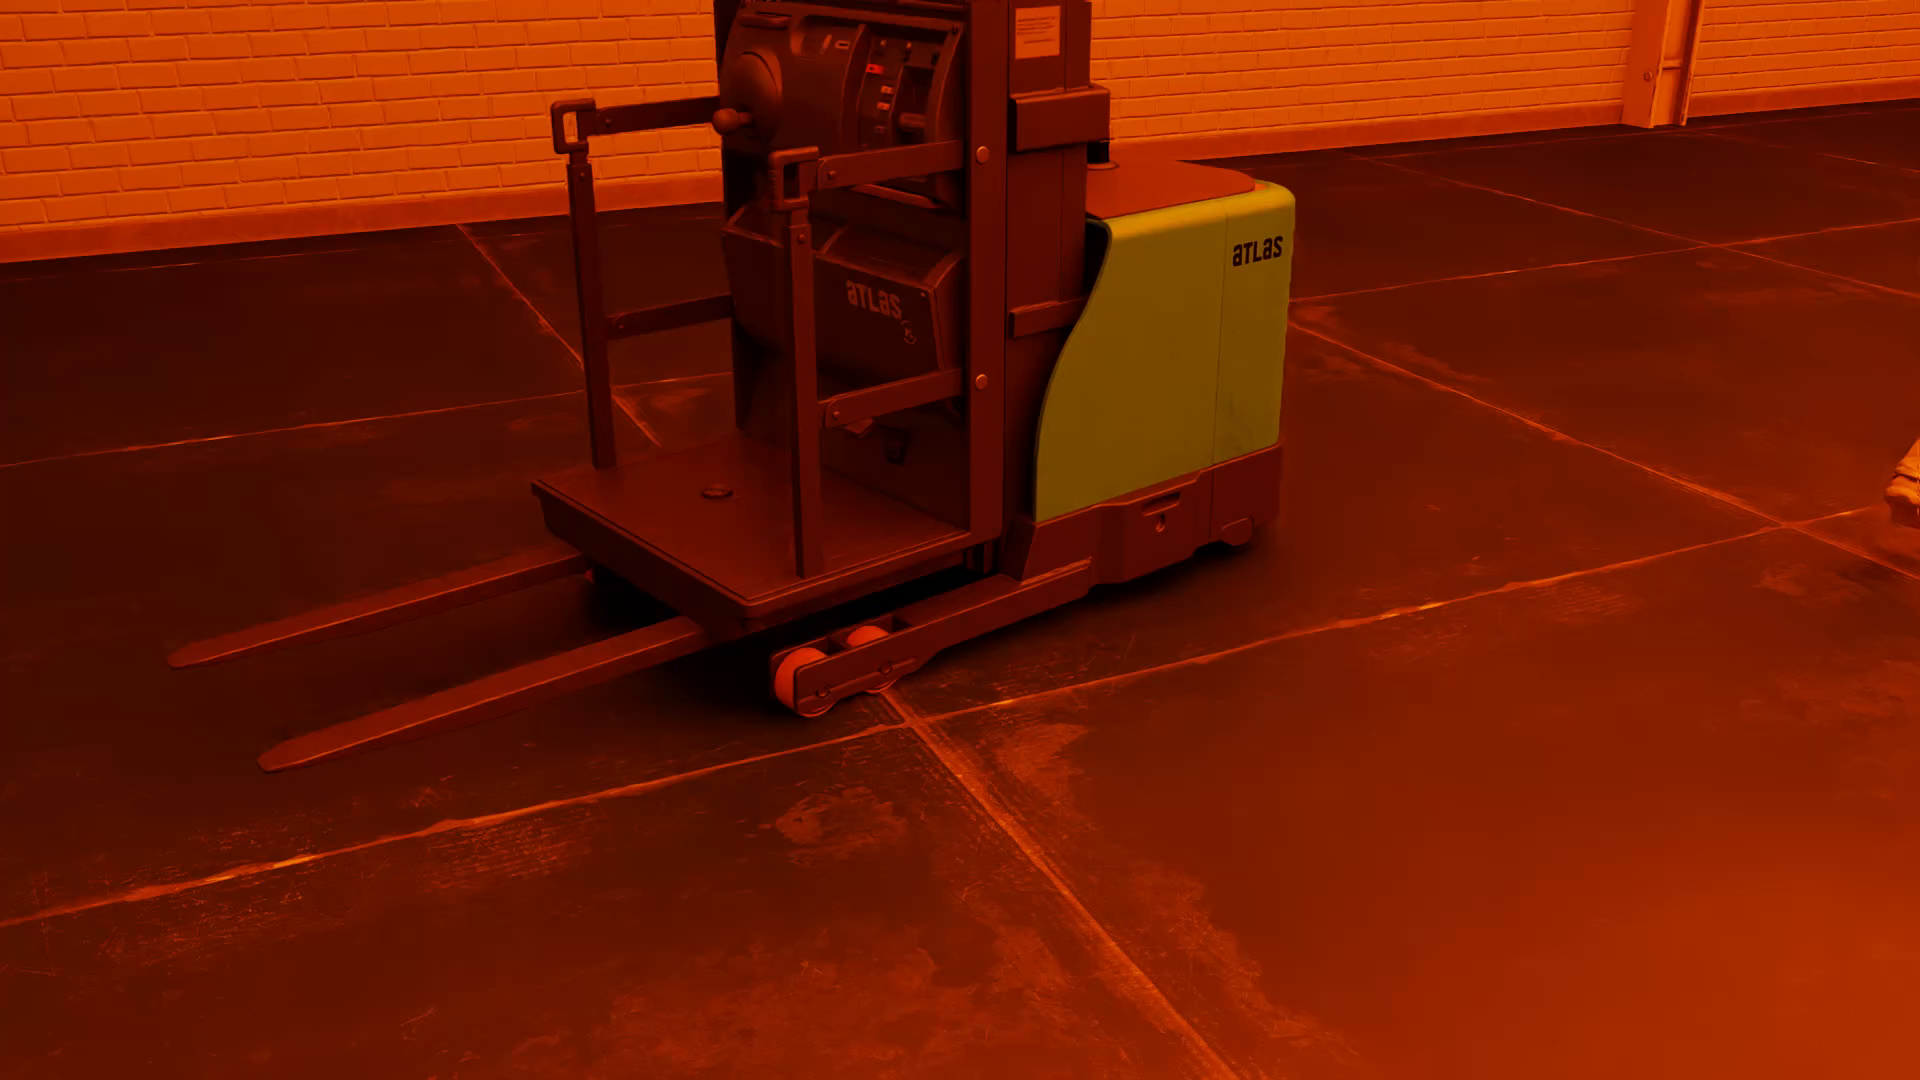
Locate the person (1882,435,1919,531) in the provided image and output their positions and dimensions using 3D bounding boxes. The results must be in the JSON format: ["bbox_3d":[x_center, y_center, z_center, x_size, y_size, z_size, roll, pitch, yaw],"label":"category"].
[{"bbox_3d":[3.017,-0.734,4.599,0.539,1.747,0.800,-9,24,-22],"label":"person"}]

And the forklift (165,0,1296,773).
[{"bbox_3d":[-0.476,-1.148,4.049,3.031,2.935,1.130,-18,29,-37],"label":"forklift"}]
